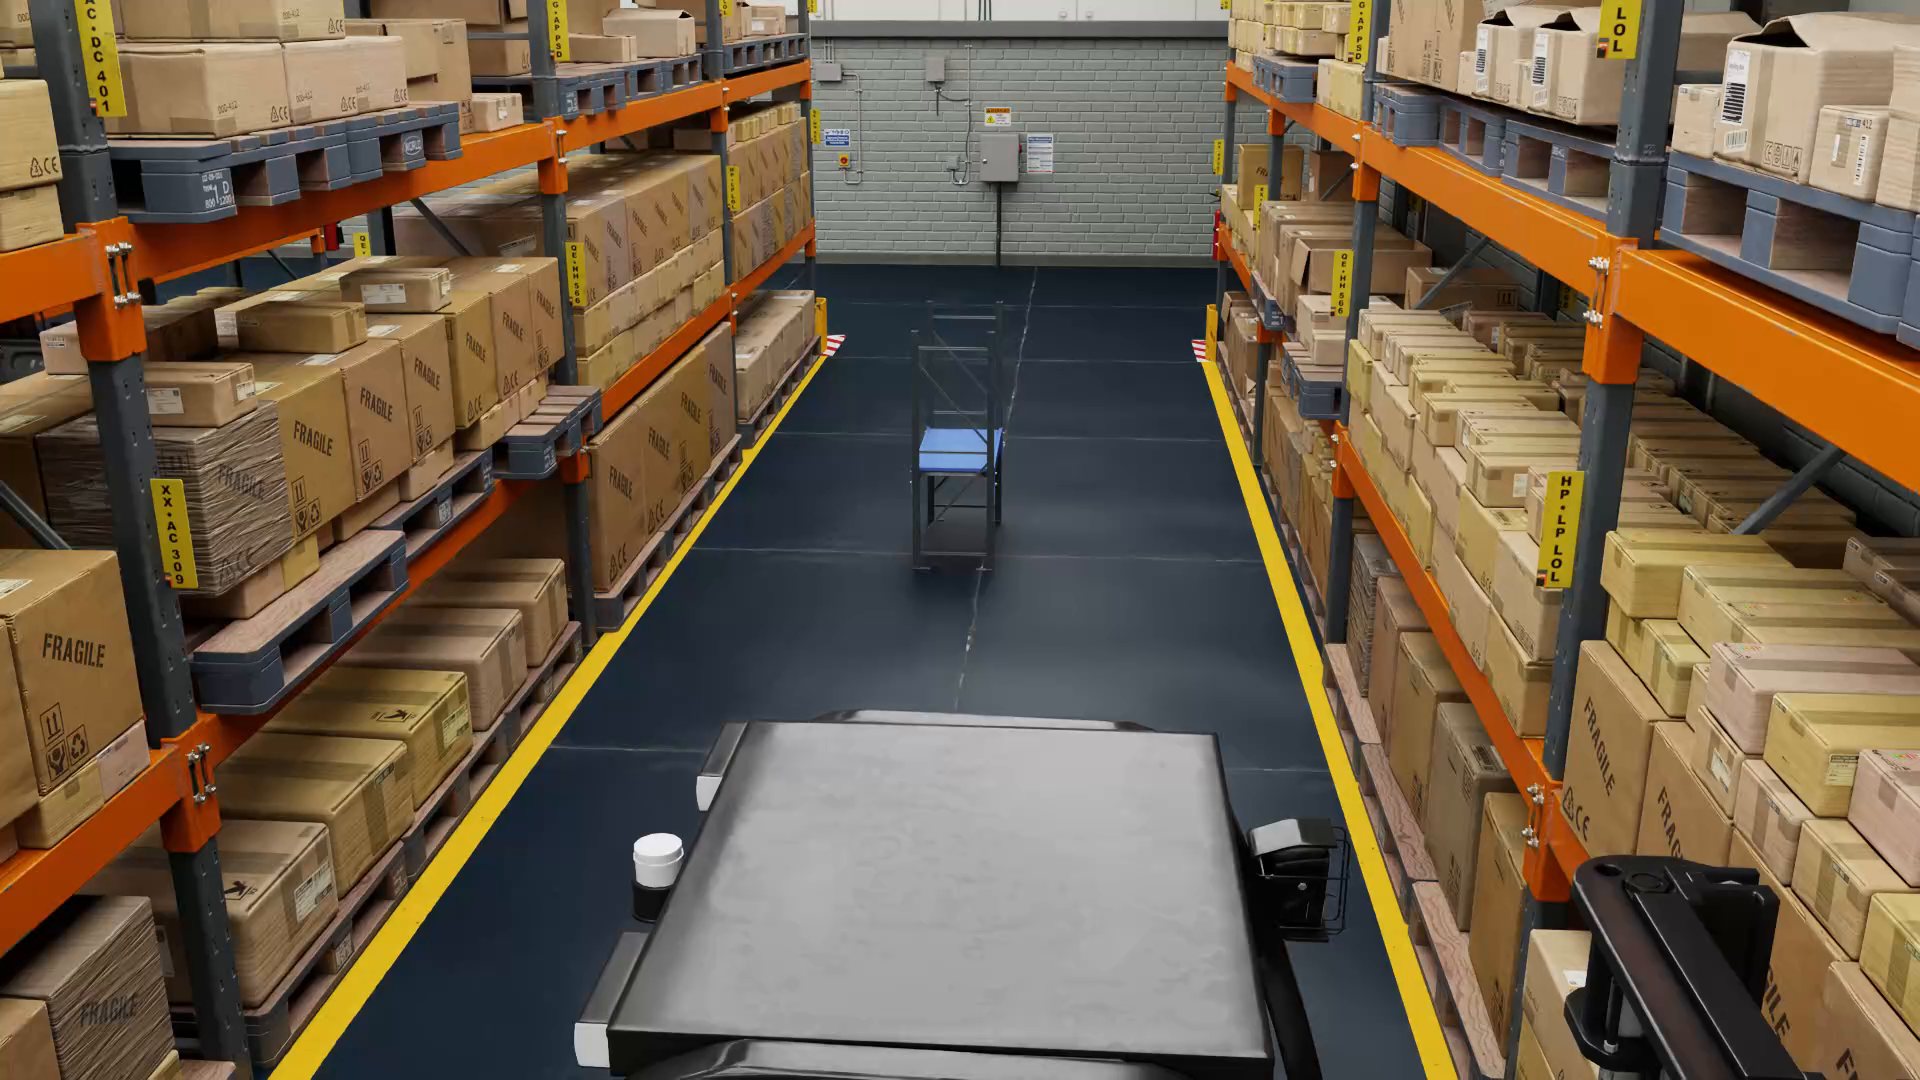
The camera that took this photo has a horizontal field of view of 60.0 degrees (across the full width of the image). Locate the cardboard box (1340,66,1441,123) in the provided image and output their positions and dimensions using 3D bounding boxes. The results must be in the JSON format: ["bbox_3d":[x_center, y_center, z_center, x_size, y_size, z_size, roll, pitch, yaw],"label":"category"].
[{"bbox_3d":[2.234,-2.267,8.449,0.500,0.250,0.500,1,18,2],"label":"cardboard box"}]

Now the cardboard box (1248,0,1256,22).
[{"bbox_3d":[2.627,-4.361,13.559,0.500,0.250,0.500,2,18,5],"label":"cardboard box"}]

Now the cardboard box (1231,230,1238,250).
[{"bbox_3d":[2.574,-2.619,14.501,0.380,0.149,0.250,1,18,2],"label":"cardboard box"}]

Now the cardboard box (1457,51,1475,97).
[{"bbox_3d":[1.984,-1.647,5.883,0.380,0.149,0.250,1,18,3],"label":"cardboard box"}]

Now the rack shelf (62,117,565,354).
[{"bbox_3d":[-2.655,-1.320,6.473,1.077,0.370,4.000,1,18,4],"label":"rack shelf"}]

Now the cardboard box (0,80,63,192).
[{"bbox_3d":[-2.561,-0.967,4.004,0.500,0.250,0.500,1,18,3],"label":"cardboard box"}]

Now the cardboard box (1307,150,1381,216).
[{"bbox_3d":[3.099,-2.874,13.434,0.500,0.500,0.500,1,18,2],"label":"cardboard box"}]

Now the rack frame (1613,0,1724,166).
[{"bbox_3d":[2.153,-2.357,3.664,1.000,3.000,0.127,1,18,4],"label":"rack frame"}]

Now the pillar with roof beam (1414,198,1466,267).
[{"bbox_3d":[-0.618,-5.134,12.138,9.100,9.000,0.400,1,18,4],"label":"pillar with roof beam"}]

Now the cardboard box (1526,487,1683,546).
[{"bbox_3d":[1.957,-0.053,5.066,0.380,0.149,0.250,1,18,3],"label":"cardboard box"}]

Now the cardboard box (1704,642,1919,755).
[{"bbox_3d":[1.775,0.330,3.420,0.380,0.149,0.250,2,18,5],"label":"cardboard box"}]

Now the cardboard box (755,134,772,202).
[{"bbox_3d":[-1.858,-3.081,13.742,0.500,0.500,0.500,2,18,5],"label":"cardboard box"}]

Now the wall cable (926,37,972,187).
[{"bbox_3d":[-0.141,-5.549,21.409,0.588,1.984,0.122,1,18,4],"label":"wall cable"}]

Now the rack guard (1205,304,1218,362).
[{"bbox_3d":[3.008,-2.021,16.289,1.175,0.500,0.348,1,18,4],"label":"rack guard"}]

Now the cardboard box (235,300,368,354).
[{"bbox_3d":[-2.436,-0.790,6.163,0.380,0.149,0.250,2,18,7],"label":"cardboard box"}]

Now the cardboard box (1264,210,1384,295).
[{"bbox_3d":[2.432,-1.932,11.166,0.700,0.500,0.500,1,18,5],"label":"cardboard box"}]

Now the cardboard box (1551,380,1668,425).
[{"bbox_3d":[2.528,-0.521,6.494,0.380,0.149,0.250,2,18,5],"label":"cardboard box"}]

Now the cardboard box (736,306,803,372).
[{"bbox_3d":[-1.943,-1.833,15.140,0.875,0.438,0.875,2,18,5],"label":"cardboard box"}]

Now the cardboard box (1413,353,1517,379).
[{"bbox_3d":[2.118,-0.688,7.003,0.380,0.149,0.250,1,18,5],"label":"cardboard box"}]

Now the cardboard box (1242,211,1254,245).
[{"bbox_3d":[2.590,-2.535,13.605,0.500,0.250,0.500,1,18,4],"label":"cardboard box"}]

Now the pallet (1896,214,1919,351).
[{"bbox_3d":[2.028,-0.246,2.181,1.003,0.211,1.213,1,18,4],"label":"pallet"}]

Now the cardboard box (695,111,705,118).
[{"bbox_3d":[-2.393,-3.589,14.250,0.380,0.149,0.250,1,18,3],"label":"cardboard box"}]

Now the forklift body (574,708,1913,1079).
[{"bbox_3d":[0.183,1.510,2.860,2.313,2.155,1.214,1,18,4],"label":"forklift body"}]

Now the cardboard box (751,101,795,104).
[{"bbox_3d":[-1.764,-4.057,15.681,0.380,0.149,0.250,2,18,5],"label":"cardboard box"}]

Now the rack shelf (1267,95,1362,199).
[{"bbox_3d":[2.583,-2.453,9.930,1.077,0.370,4.000,1,18,4],"label":"rack shelf"}]

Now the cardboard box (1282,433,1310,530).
[{"bbox_3d":[2.356,-0.376,10.592,0.500,0.500,0.500,1,18,2],"label":"cardboard box"}]

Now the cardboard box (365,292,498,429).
[{"bbox_3d":[-2.328,-0.781,7.178,0.500,0.500,0.500,0,18,0],"label":"cardboard box"}]

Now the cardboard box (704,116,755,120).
[{"bbox_3d":[-1.902,-3.421,13.739,0.380,0.149,0.250,1,18,4],"label":"cardboard box"}]

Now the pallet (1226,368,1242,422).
[{"bbox_3d":[2.862,-1.259,14.425,1.003,0.211,1.213,1,18,4],"label":"pallet"}]

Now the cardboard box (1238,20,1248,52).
[{"bbox_3d":[2.644,-4.280,14.113,0.500,0.250,0.500,1,18,2],"label":"cardboard box"}]

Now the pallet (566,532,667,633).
[{"bbox_3d":[-2.380,0.224,9.900,1.003,0.211,1.213,1,18,4],"label":"pallet"}]

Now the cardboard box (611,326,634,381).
[{"bbox_3d":[-2.206,-1.093,9.682,0.500,0.250,0.500,1,18,2],"label":"cardboard box"}]

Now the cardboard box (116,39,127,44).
[{"bbox_3d":[-2.859,-1.511,5.466,0.500,0.250,0.500,2,18,5],"label":"cardboard box"}]

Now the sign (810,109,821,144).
[{"bbox_3d":[-1.398,-3.989,16.039,0.100,0.325,0.005,1,18,4],"label":"sign"}]

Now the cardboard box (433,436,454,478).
[{"bbox_3d":[-2.332,-0.348,6.897,0.380,0.149,0.250,1,18,2],"label":"cardboard box"}]

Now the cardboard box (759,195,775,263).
[{"bbox_3d":[-1.848,-2.598,13.874,0.500,0.500,0.500,1,18,4],"label":"cardboard box"}]

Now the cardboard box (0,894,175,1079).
[{"bbox_3d":[-2.573,1.325,4.599,0.500,0.500,0.500,1,18,3],"label":"cardboard box"}]

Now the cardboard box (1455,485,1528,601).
[{"bbox_3d":[1.963,0.010,5.514,0.500,0.250,0.500,1,18,2],"label":"cardboard box"}]

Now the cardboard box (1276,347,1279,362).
[{"bbox_3d":[2.496,-1.345,12.031,0.380,0.149,0.250,1,18,3],"label":"cardboard box"}]

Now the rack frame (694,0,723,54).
[{"bbox_3d":[-2.225,-4.951,11.581,1.000,3.000,0.127,1,18,4],"label":"rack frame"}]

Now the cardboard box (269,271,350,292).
[{"bbox_3d":[-2.805,-0.950,7.691,0.500,0.500,0.500,2,18,7],"label":"cardboard box"}]

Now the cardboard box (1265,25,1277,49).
[{"bbox_3d":[2.255,-3.380,11.173,0.380,0.149,0.250,1,18,5],"label":"cardboard box"}]

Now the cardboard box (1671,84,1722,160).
[{"bbox_3d":[1.818,-0.926,3.684,0.380,0.149,0.250,2,18,5],"label":"cardboard box"}]

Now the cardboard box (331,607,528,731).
[{"bbox_3d":[-2.607,0.596,7.833,0.950,0.372,0.625,1,18,3],"label":"cardboard box"}]

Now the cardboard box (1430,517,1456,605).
[{"bbox_3d":[2.025,0.093,6.062,0.500,0.250,0.500,1,18,4],"label":"cardboard box"}]

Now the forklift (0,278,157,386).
[{"bbox_3d":[-4.983,-0.845,8.795,1.130,2.935,3.031,2,18,5],"label":"forklift"}]

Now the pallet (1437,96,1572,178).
[{"bbox_3d":[2.403,-1.524,6.242,1.003,0.211,1.213,2,18,6],"label":"pallet"}]

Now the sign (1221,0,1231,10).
[{"bbox_3d":[2.472,-5.086,15.406,0.100,0.325,0.005,1,18,4],"label":"sign"}]

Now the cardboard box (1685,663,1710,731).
[{"bbox_3d":[1.860,0.393,3.703,0.380,0.149,0.250,1,18,4],"label":"cardboard box"}]

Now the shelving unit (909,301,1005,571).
[{"bbox_3d":[-0.006,-0.686,10.609,0.538,1.500,1.048,1,18,4],"label":"shelving unit"}]

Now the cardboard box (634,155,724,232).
[{"bbox_3d":[-2.006,-2.478,11.903,0.500,0.500,0.500,2,18,6],"label":"cardboard box"}]

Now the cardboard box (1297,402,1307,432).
[{"bbox_3d":[2.404,-0.798,10.840,0.380,0.149,0.250,2,18,6],"label":"cardboard box"}]

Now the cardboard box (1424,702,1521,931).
[{"bbox_3d":[2.243,1.020,6.133,0.875,0.625,0.625,1,18,3],"label":"cardboard box"}]

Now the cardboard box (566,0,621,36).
[{"bbox_3d":[-2.577,-3.505,11.152,0.500,0.500,0.500,1,18,3],"label":"cardboard box"}]

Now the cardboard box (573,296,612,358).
[{"bbox_3d":[-2.229,-1.176,9.133,0.500,0.250,0.500,1,18,4],"label":"cardboard box"}]

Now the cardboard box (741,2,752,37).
[{"bbox_3d":[-2.095,-4.509,14.357,0.500,0.311,0.500,2,18,5],"label":"cardboard box"}]

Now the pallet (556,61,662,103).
[{"bbox_3d":[-2.441,-2.742,9.960,1.003,0.211,1.213,2,18,6],"label":"pallet"}]

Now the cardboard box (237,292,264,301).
[{"bbox_3d":[-6.743,-2.302,16.081,0.380,0.149,0.250,2,18,5],"label":"cardboard box"}]
